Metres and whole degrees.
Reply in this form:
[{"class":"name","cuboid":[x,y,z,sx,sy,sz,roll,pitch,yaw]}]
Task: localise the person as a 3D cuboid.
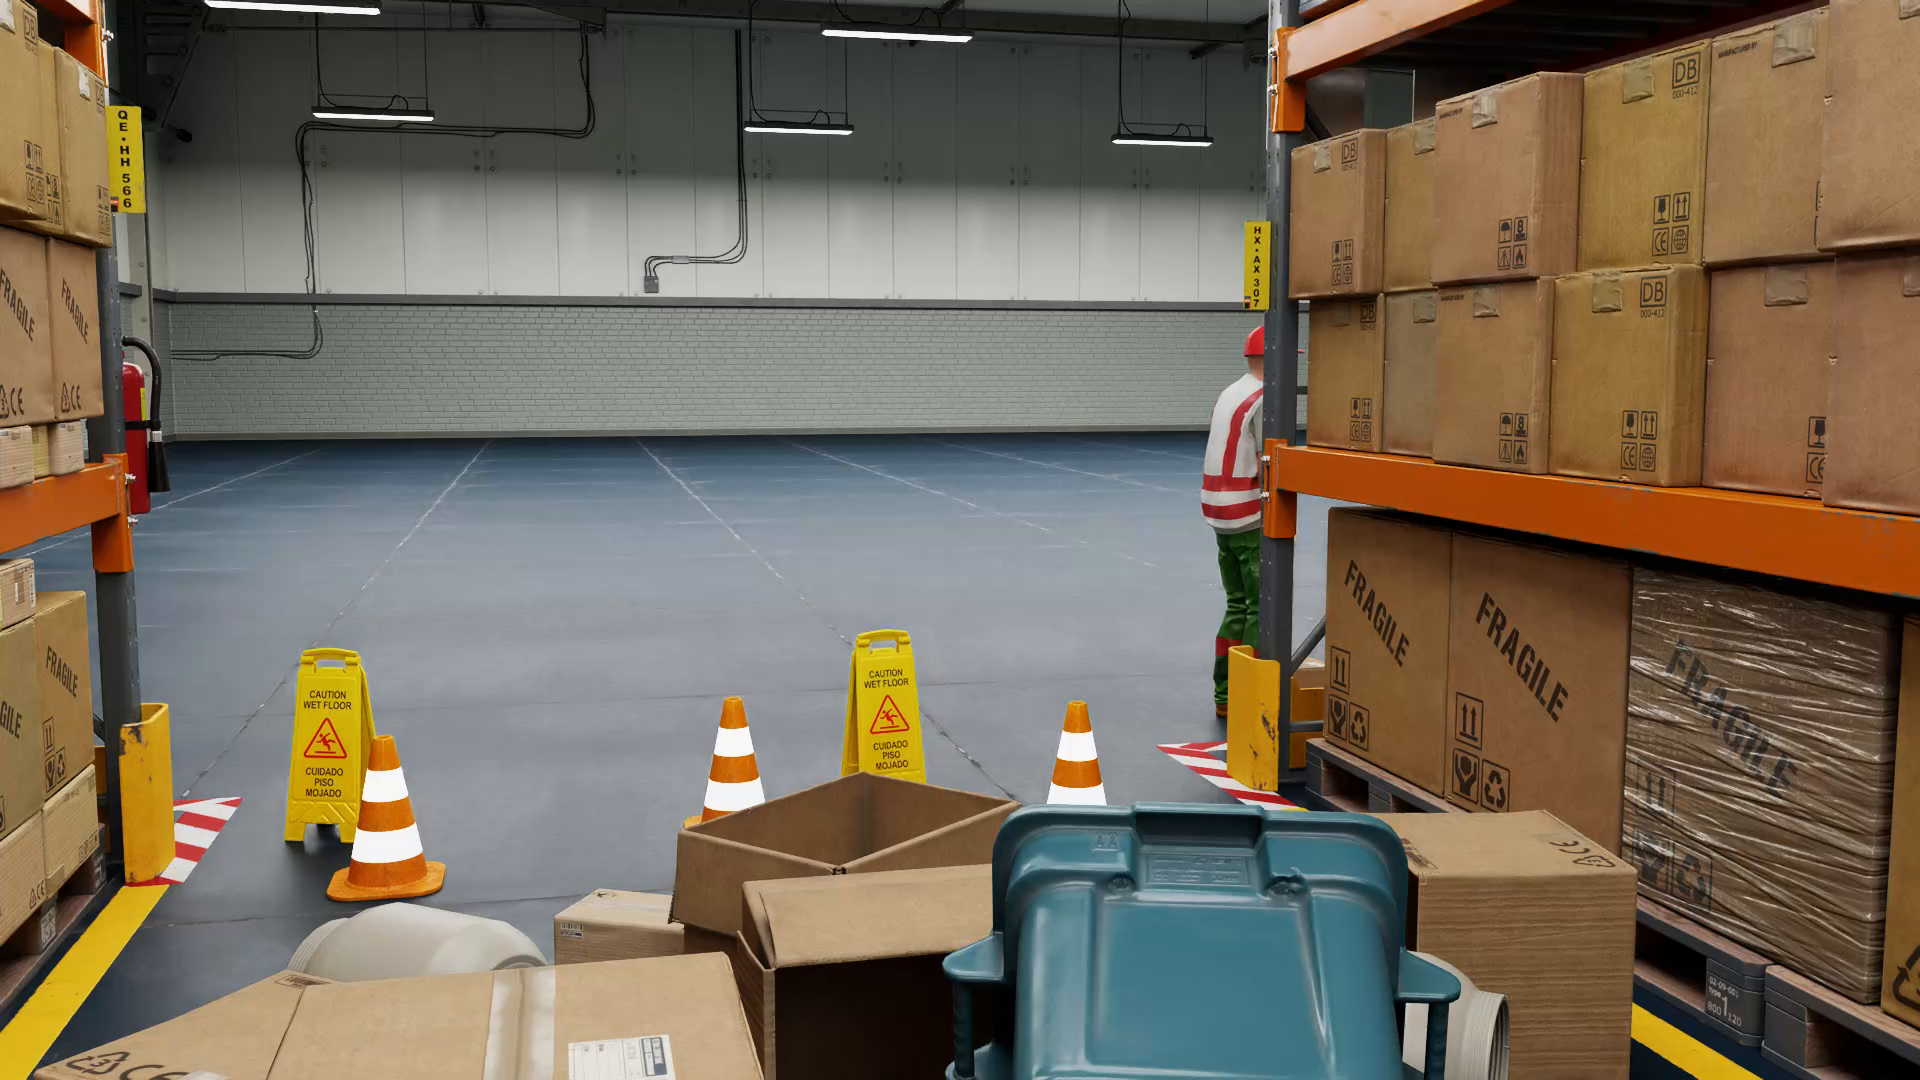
[{"class":"person","cuboid":[1.330,-0.068,7.465,0.452,1.779,0.607,-2,6,-14]}]
